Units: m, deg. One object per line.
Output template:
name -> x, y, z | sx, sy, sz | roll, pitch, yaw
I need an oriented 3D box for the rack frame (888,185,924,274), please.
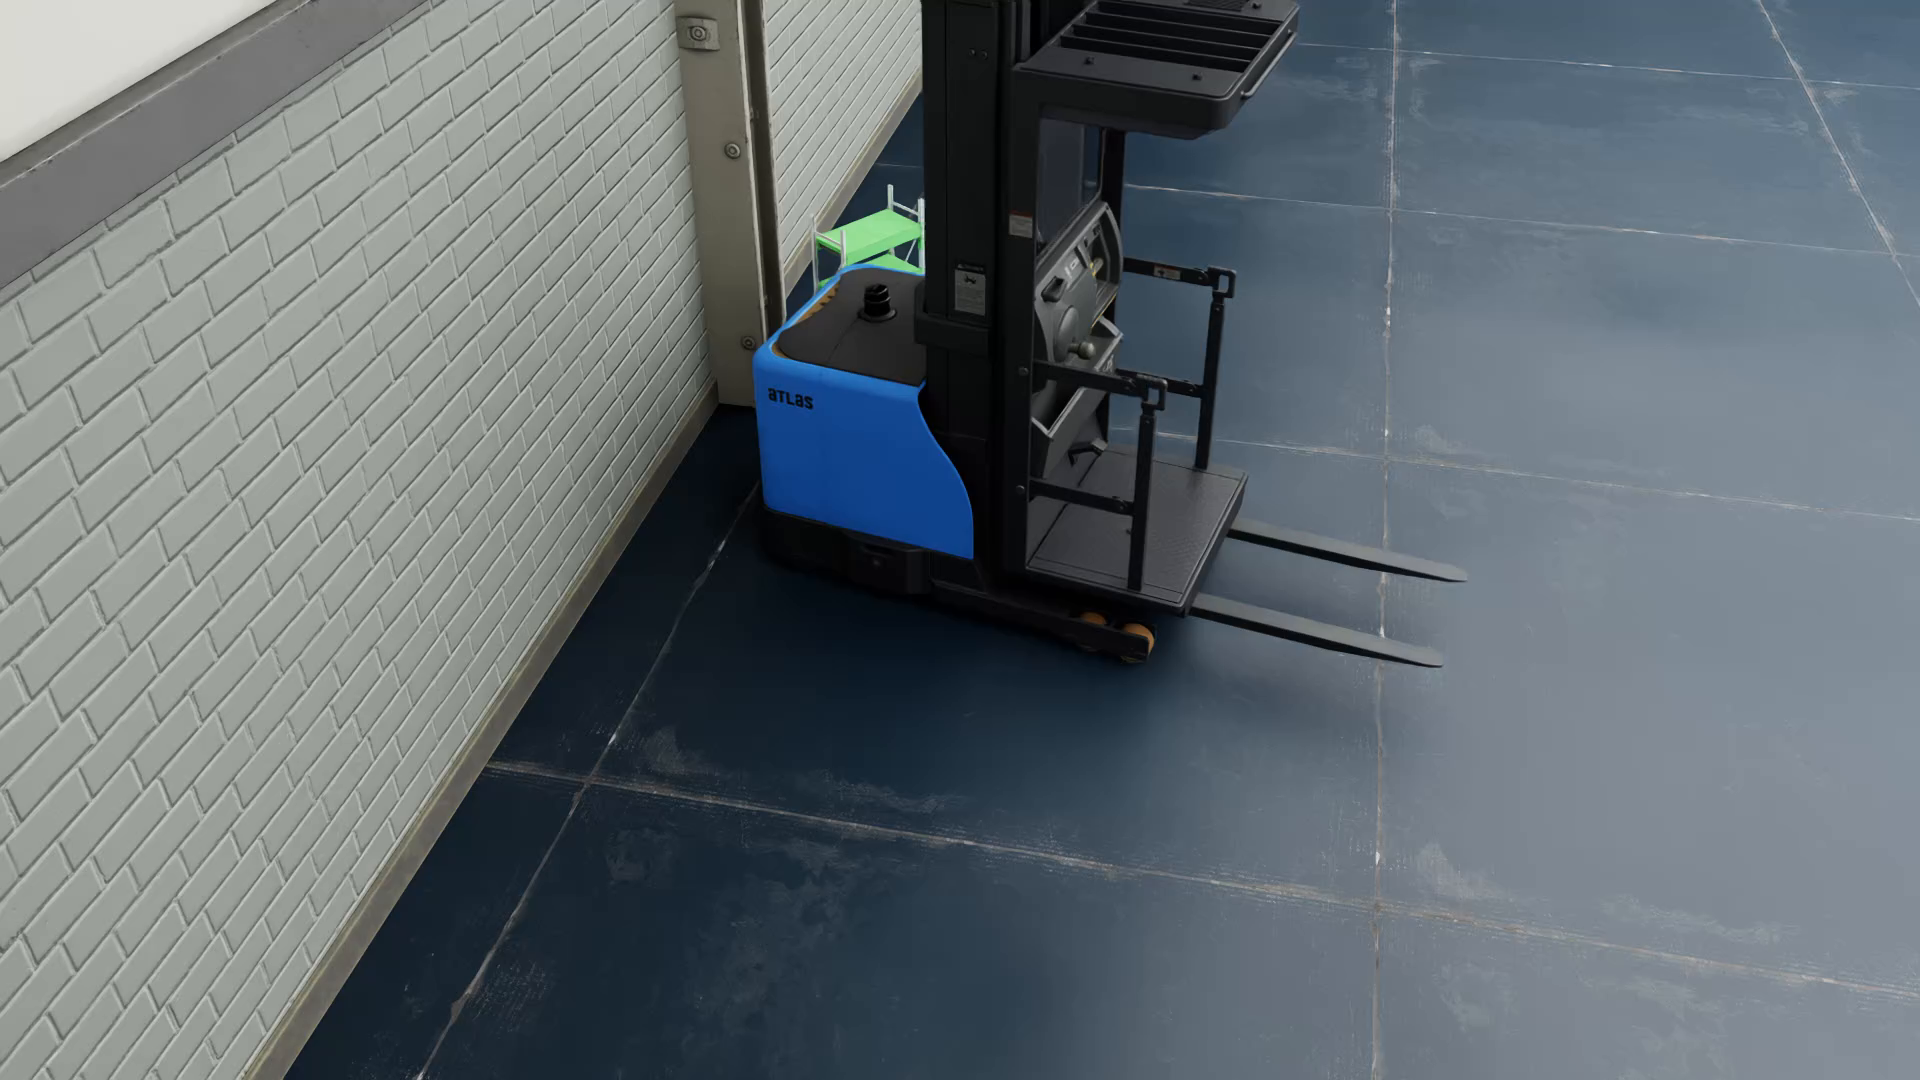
rack frame -> -0.264, -1.190, 8.369 | 0.015, 1.200, 0.240 | -29, 45, -34

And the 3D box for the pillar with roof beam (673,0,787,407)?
pillar with roof beam -> 3.096, -3.925, 5.497 | 9.100, 9.000, 0.400 | 7, 37, 10

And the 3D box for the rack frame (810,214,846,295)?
rack frame -> -0.618, -0.993, 8.097 | 0.015, 1.200, 0.240 | -29, 45, -34

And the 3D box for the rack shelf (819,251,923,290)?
rack shelf -> -0.441, -1.234, 8.130 | 0.480, 0.148, 0.258 | -29, 45, -34

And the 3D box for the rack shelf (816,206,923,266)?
rack shelf -> -0.441, -1.428, 7.989 | 0.480, 0.148, 0.258 | -29, 45, -34

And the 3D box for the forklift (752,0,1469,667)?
forklift -> 0.669, -1.023, 6.664 | 3.031, 2.935, 1.130 | 14, 38, 18

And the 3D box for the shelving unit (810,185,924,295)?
shelving unit -> -0.441, -1.091, 8.233 | 0.503, 1.200, 0.258 | -29, 45, -34
